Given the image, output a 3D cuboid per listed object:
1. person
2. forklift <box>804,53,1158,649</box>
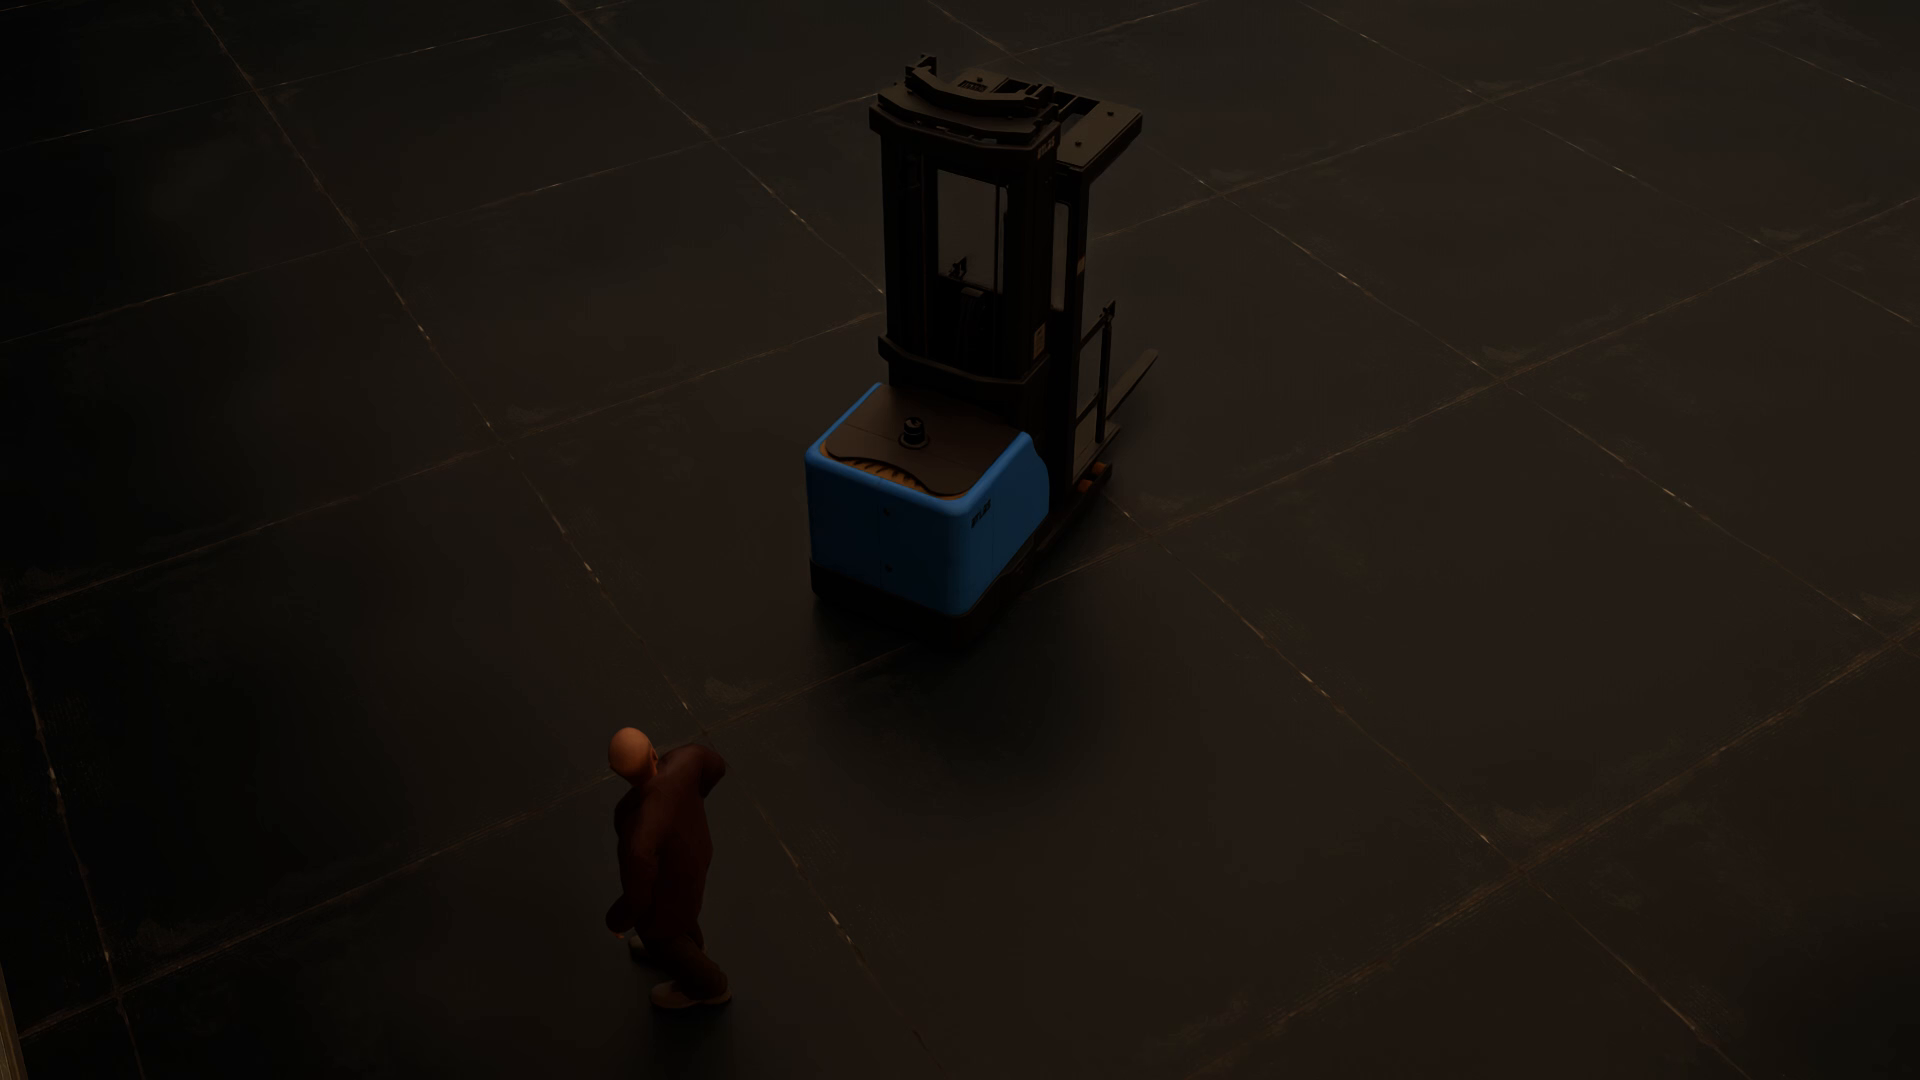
[{"bbox_3d":[-1.327,1.412,7.155,0.556,1.754,0.796,8,42,9],"label":"person"},{"bbox_3d":[0.301,-1.453,9.534,1.130,2.935,3.031,20,45,22],"label":"forklift"}]
